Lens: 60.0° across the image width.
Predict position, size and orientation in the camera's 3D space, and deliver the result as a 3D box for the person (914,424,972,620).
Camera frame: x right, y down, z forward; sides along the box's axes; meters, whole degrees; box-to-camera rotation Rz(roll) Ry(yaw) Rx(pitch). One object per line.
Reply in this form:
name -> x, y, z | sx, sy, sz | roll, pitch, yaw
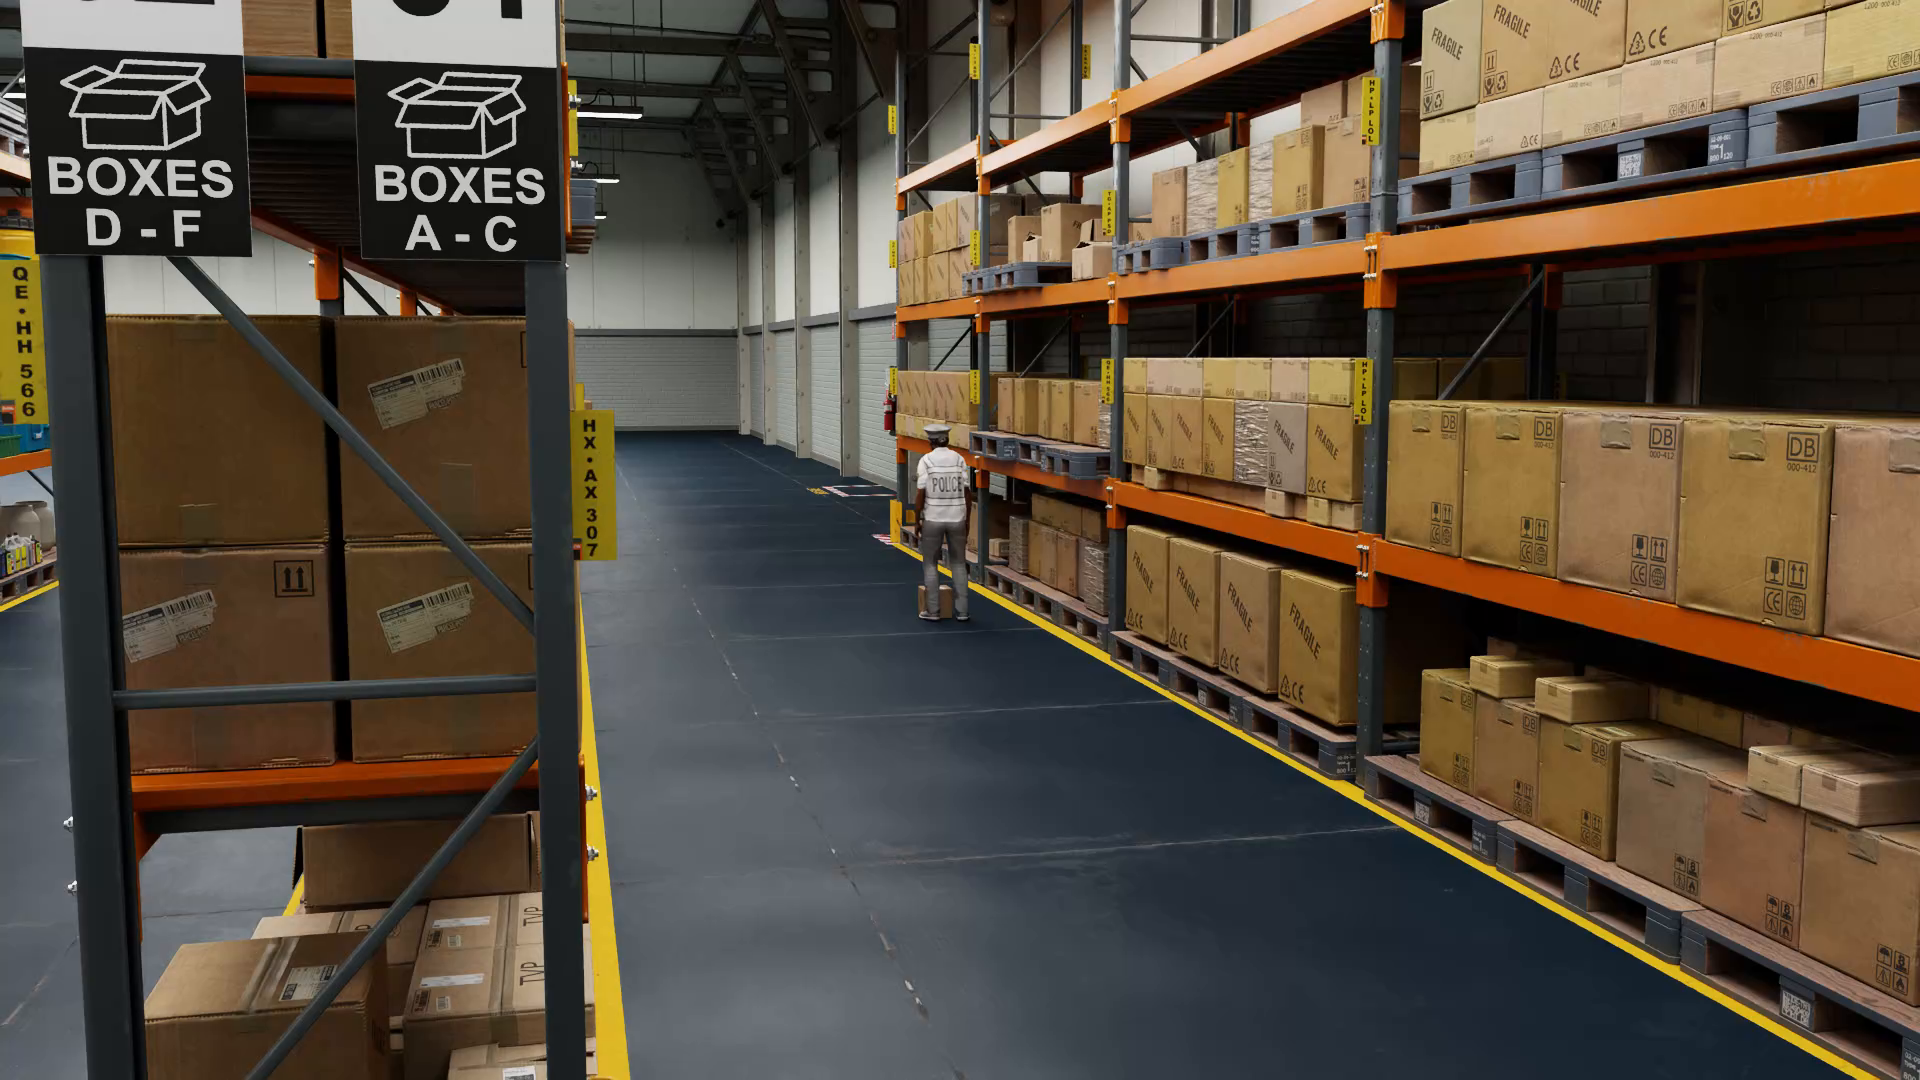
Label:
person -> -0.144, -0.144, 14.012 | 0.510, 1.657, 0.425 | -2, 6, -16
